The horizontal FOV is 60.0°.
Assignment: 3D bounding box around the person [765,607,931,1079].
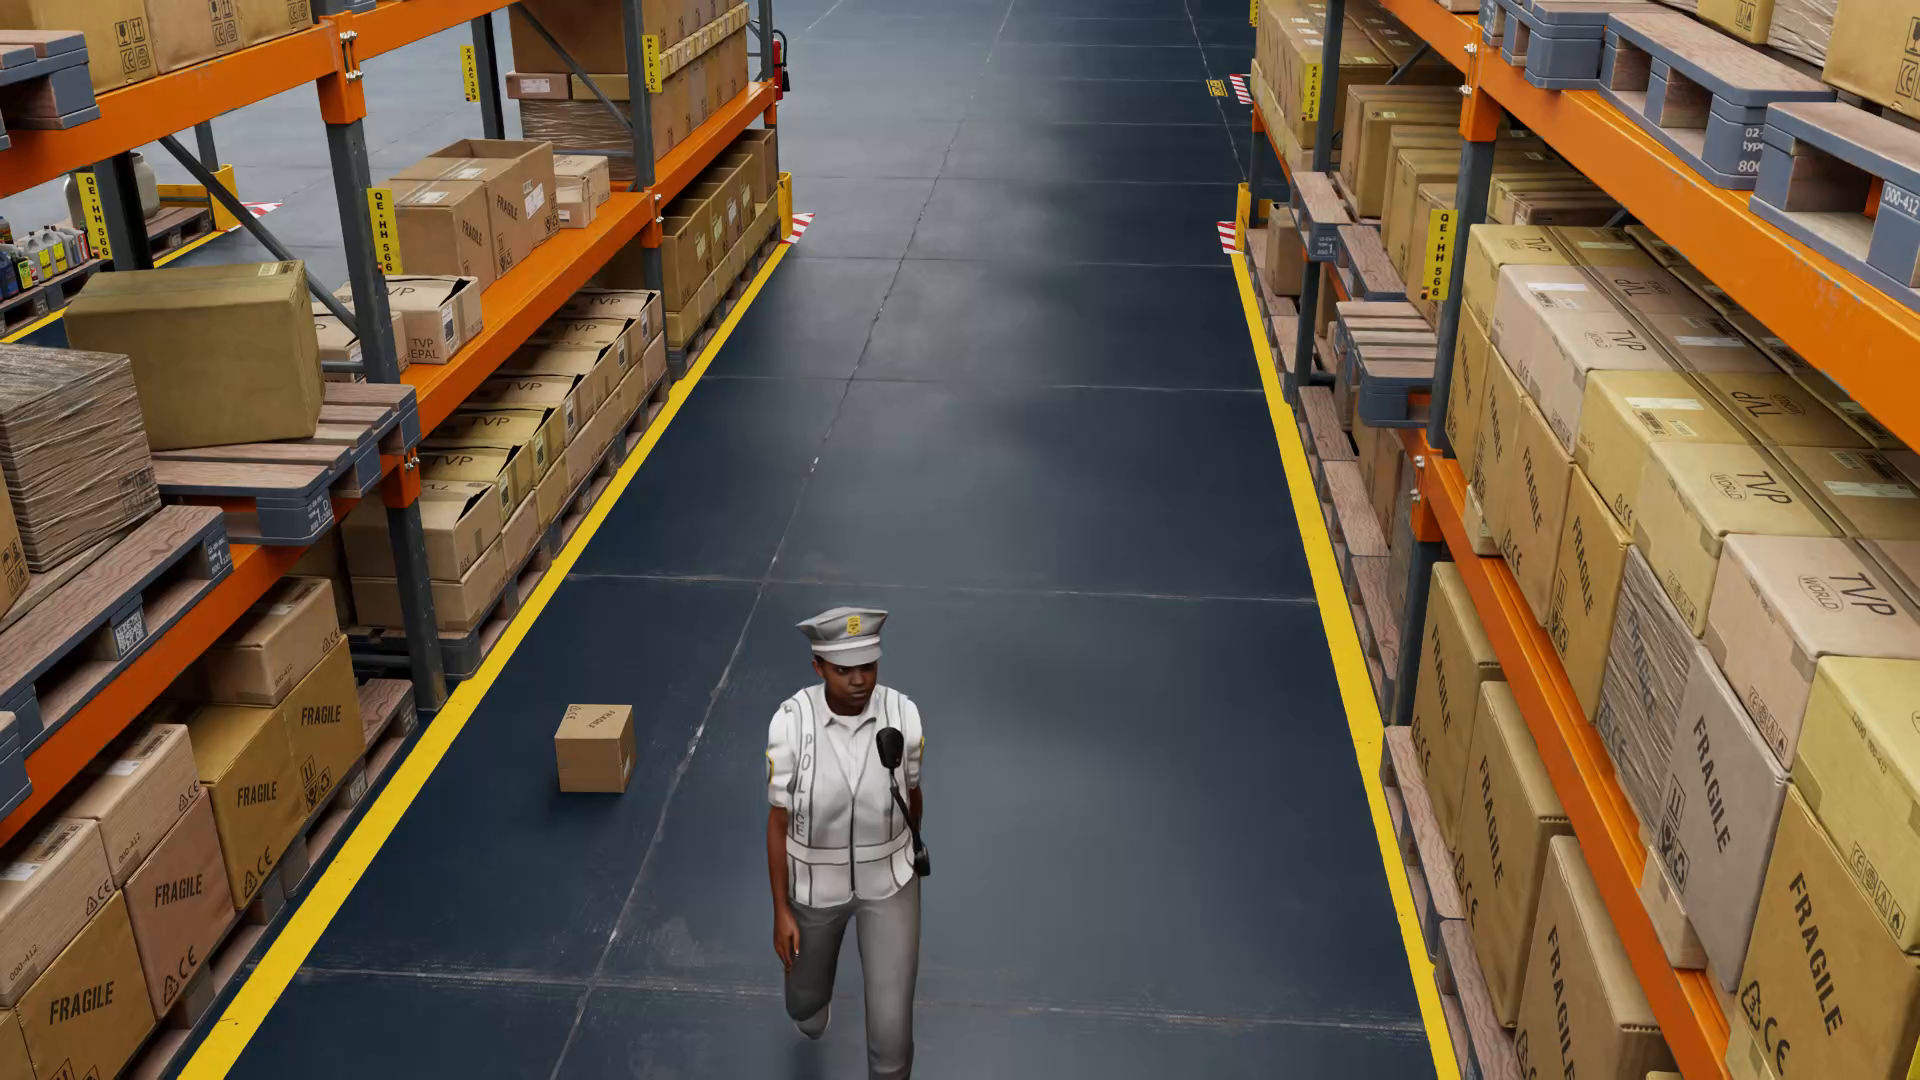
[{"bbox_3d":[-0.305,0.902,4.578,0.439,1.651,0.835,-3,25,-6],"label":"person"}]
